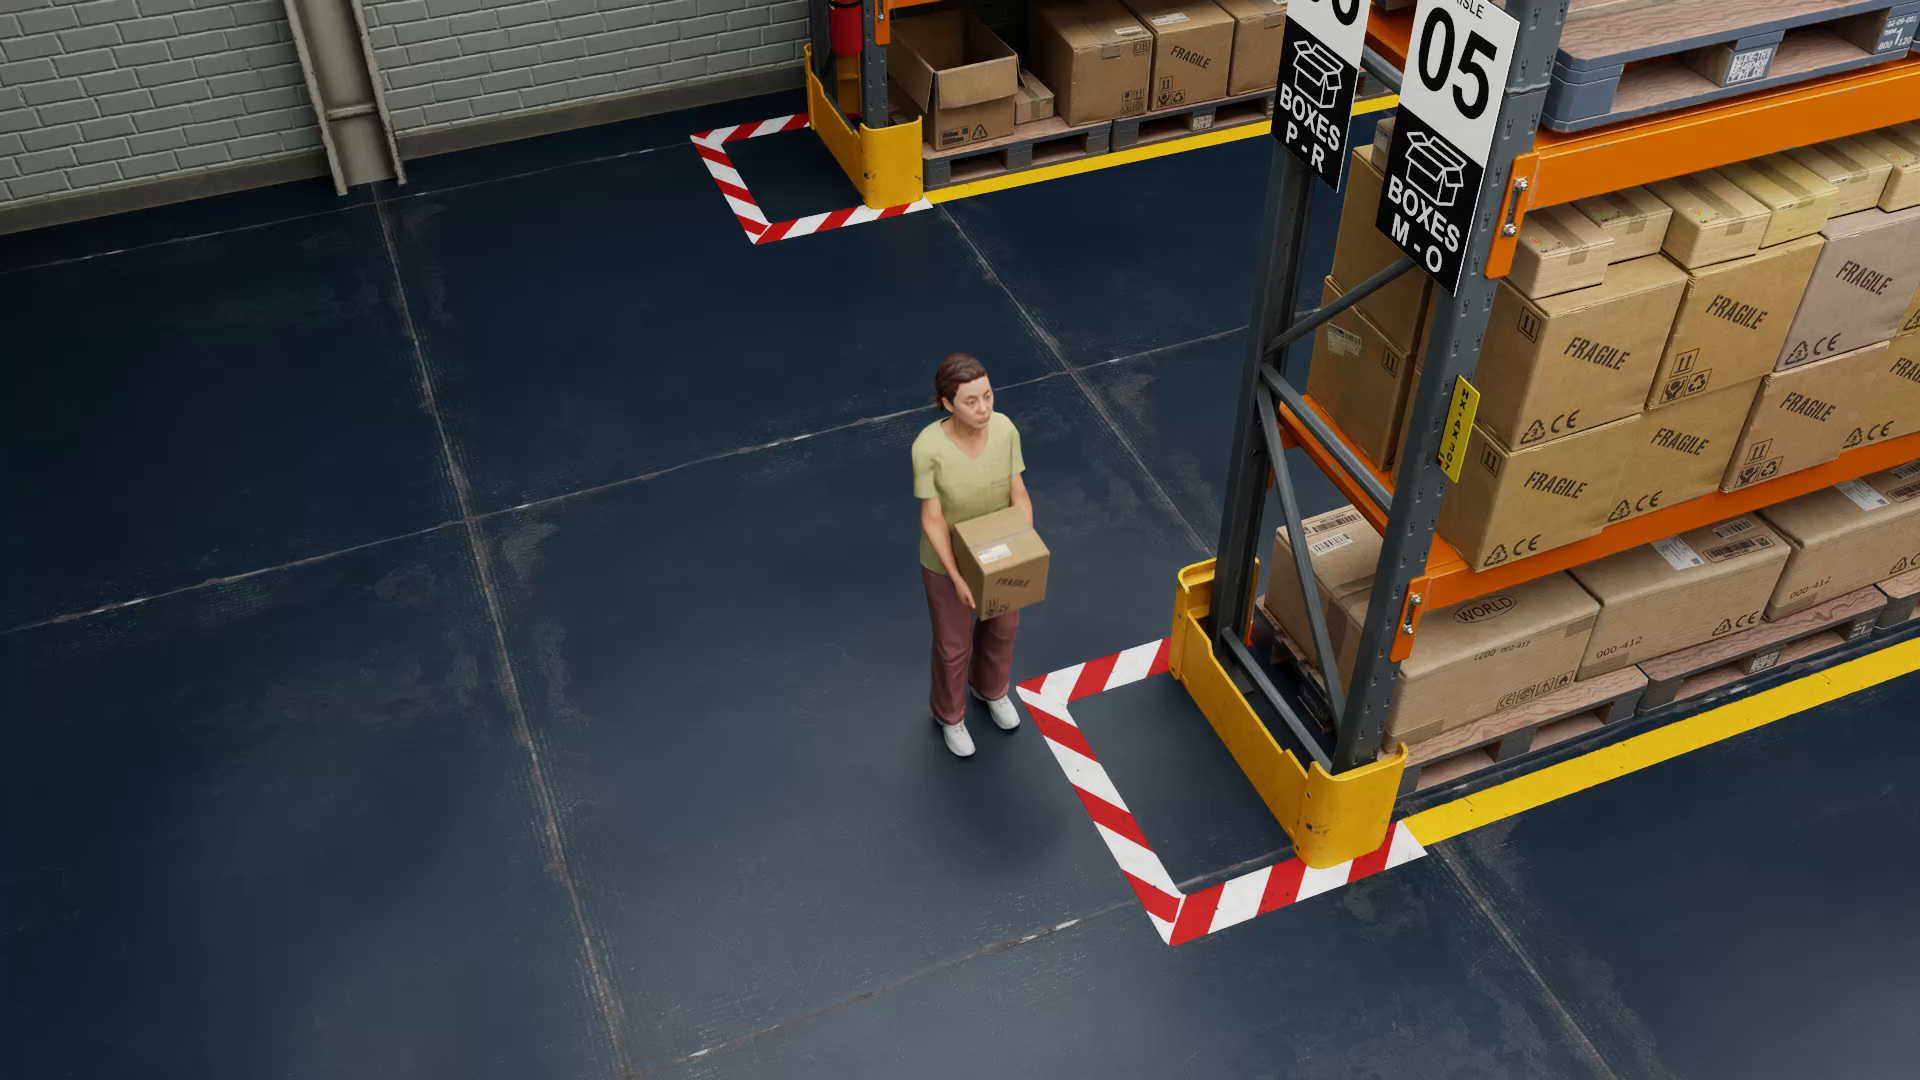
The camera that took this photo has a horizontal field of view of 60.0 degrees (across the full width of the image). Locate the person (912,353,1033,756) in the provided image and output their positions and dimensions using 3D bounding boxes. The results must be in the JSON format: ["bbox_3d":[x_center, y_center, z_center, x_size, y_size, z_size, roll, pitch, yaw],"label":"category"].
[{"bbox_3d":[0.062,0.095,6.063,0.428,1.662,0.559,-17,45,-18],"label":"person"}]
